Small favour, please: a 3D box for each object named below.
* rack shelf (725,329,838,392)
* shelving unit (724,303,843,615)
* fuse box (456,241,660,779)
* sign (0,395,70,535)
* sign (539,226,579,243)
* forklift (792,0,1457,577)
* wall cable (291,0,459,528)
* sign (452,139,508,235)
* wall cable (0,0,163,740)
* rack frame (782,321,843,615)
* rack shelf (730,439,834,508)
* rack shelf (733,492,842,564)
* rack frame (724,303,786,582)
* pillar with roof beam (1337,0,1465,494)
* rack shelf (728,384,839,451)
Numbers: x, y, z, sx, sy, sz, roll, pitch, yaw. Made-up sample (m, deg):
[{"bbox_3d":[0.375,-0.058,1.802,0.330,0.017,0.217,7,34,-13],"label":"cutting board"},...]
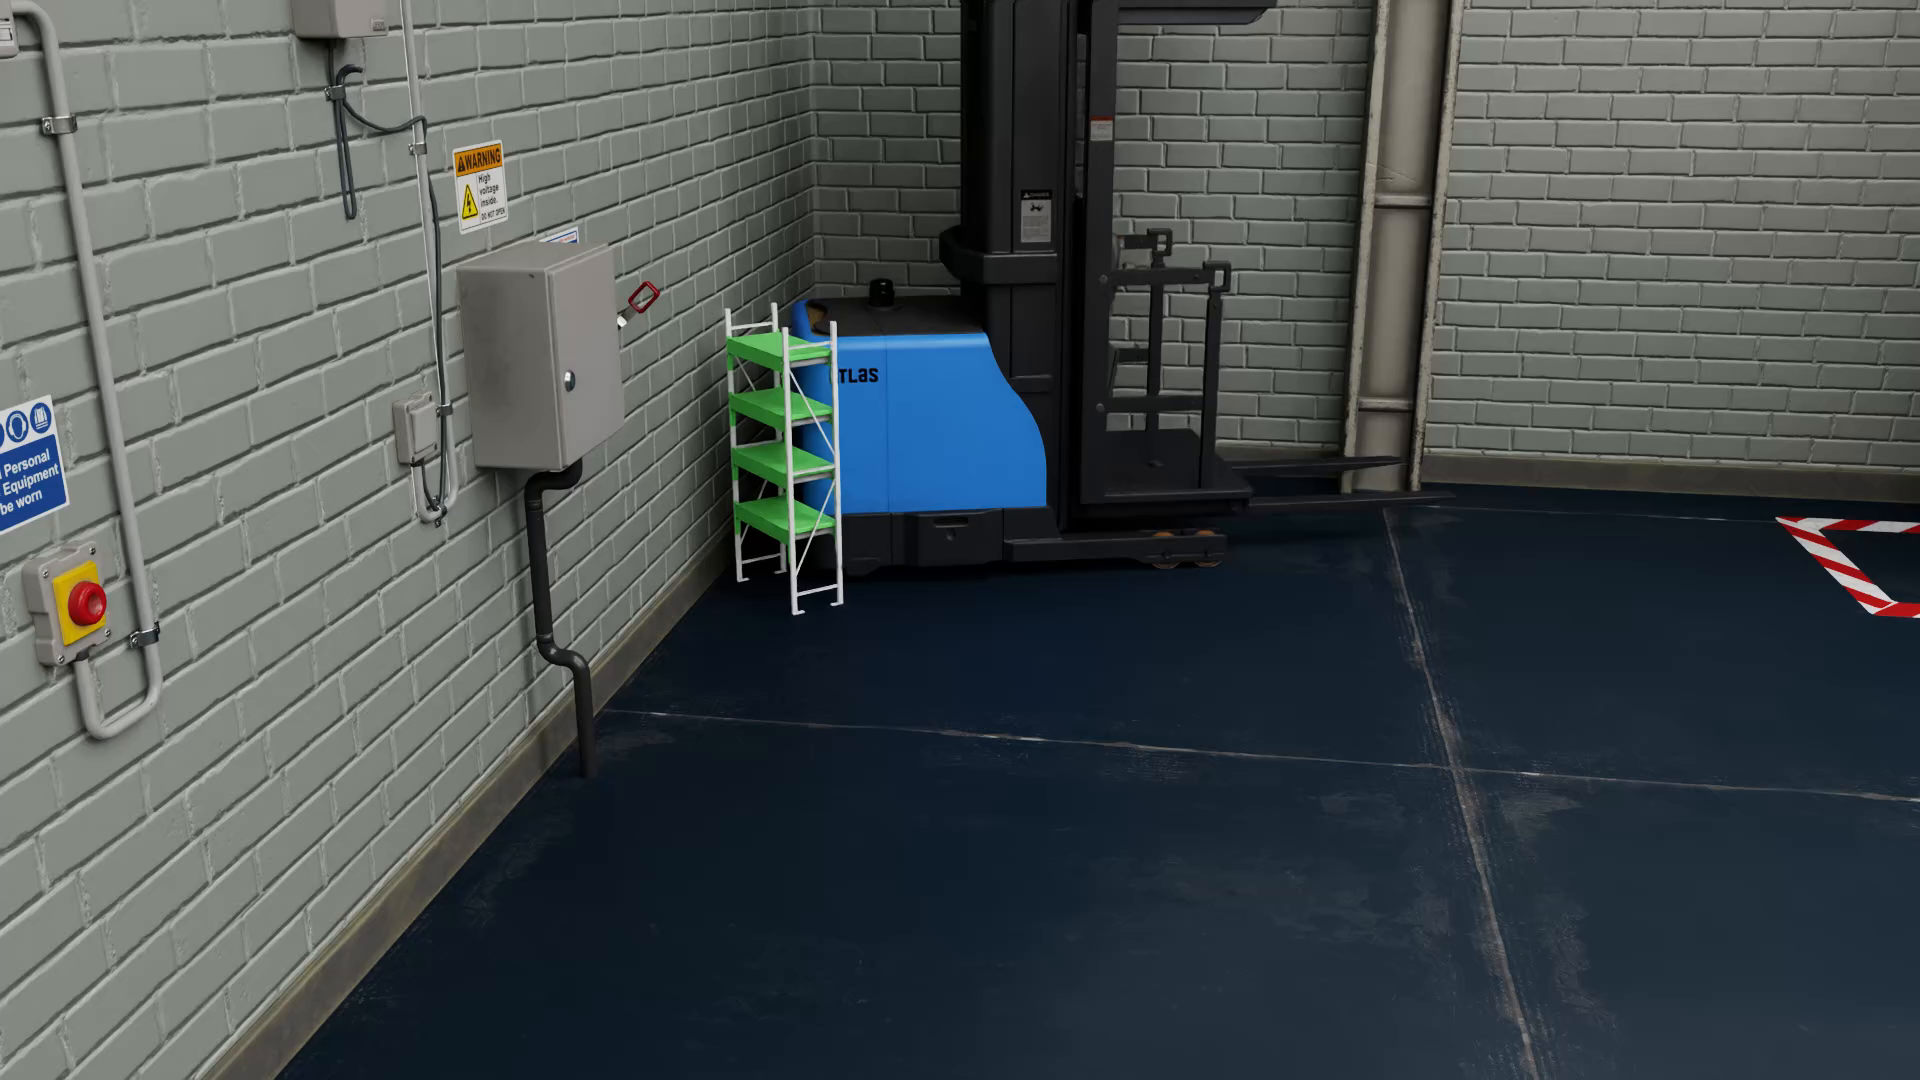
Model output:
[{"bbox_3d":[-0.734,-0.740,6.812,0.258,0.148,0.480,-12,22,-33],"label":"rack shelf"},{"bbox_3d":[-0.734,-0.345,6.944,0.258,1.200,0.503,-12,22,-33],"label":"shelving unit"},{"bbox_3d":[-1.192,-0.044,5.237,0.414,1.711,0.539,3,19,9],"label":"fuse box"},{"bbox_3d":[-1.737,-0.120,3.009,0.001,0.218,0.327,3,19,9],"label":"sign"},{"bbox_3d":[-1.318,-0.775,5.542,0.001,0.494,0.329,3,19,9],"label":"sign"},{"bbox_3d":[0.758,-1.421,7.432,3.031,2.935,1.130,-2,19,-7],"label":"forklift"},{"bbox_3d":[-1.455,-0.931,4.257,0.122,1.984,0.588,3,19,9],"label":"wall cable"},{"bbox_3d":[-1.405,-1.040,4.881,0.001,0.242,0.339,3,19,9],"label":"sign"},{"bbox_3d":[-1.669,-0.501,2.922,0.123,1.953,0.585,3,19,9],"label":"wall cable"},{"bbox_3d":[-0.595,-0.282,6.754,0.240,1.200,0.015,-12,22,-33],"label":"rack frame"},{"bbox_3d":[-0.734,-0.285,6.964,0.258,0.148,0.480,-12,22,-33],"label":"rack shelf"},{"bbox_3d":[-0.734,-0.057,7.040,0.258,0.148,0.480,-12,22,-33],"label":"rack shelf"},{"bbox_3d":[-0.874,-0.409,7.134,0.240,1.200,0.015,-12,22,-33],"label":"rack frame"},{"bbox_3d":[1.484,-3.197,3.177,0.400,9.000,9.100,3,19,9],"label":"pillar with roof beam"},{"bbox_3d":[-0.734,-0.512,6.888,0.258,0.148,0.480,-12,22,-33],"label":"rack shelf"}]
